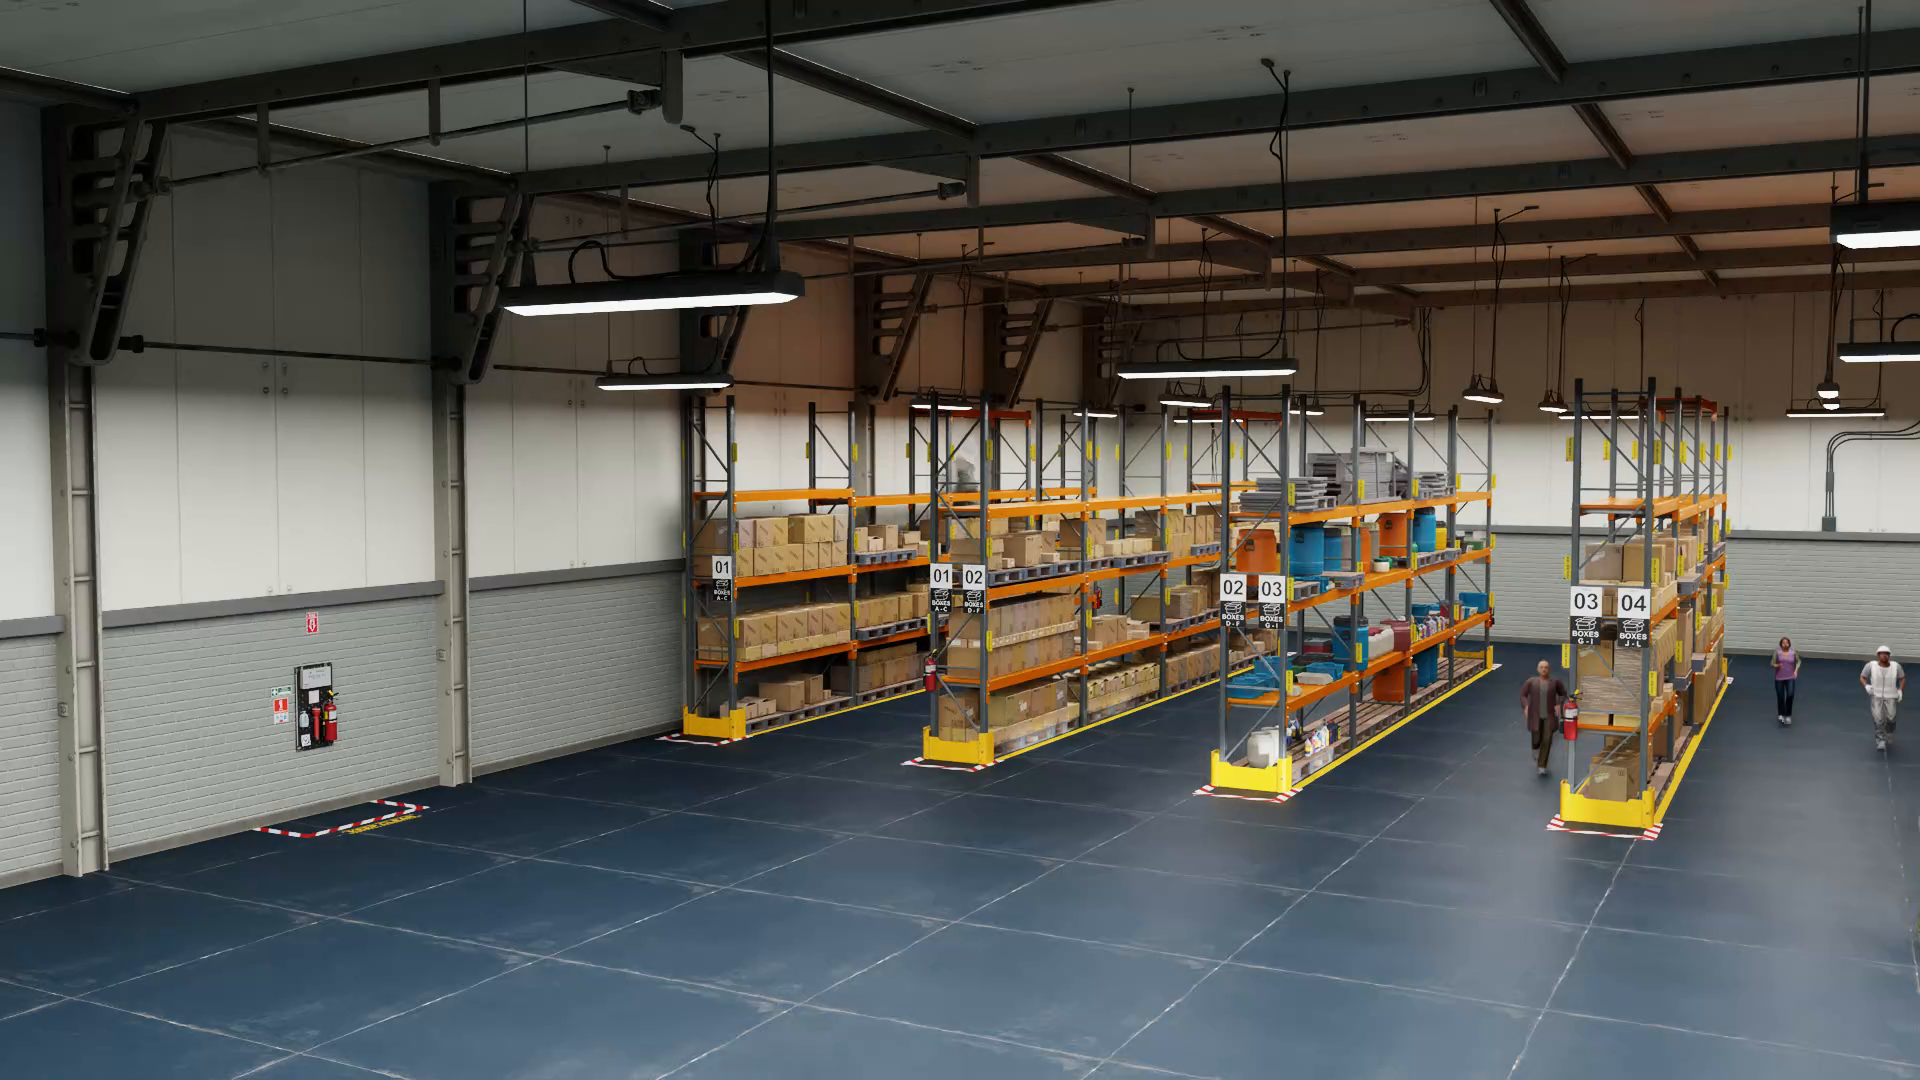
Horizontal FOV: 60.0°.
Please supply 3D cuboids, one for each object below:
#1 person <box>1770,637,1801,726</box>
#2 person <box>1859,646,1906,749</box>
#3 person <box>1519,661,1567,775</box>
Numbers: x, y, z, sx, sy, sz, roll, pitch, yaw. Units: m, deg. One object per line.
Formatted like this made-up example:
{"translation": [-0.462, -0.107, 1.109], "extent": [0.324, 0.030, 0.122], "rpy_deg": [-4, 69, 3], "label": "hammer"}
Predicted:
{"translation": [15.169, 2.596, 30.566], "extent": [0.513, 1.625, 0.650], "rpy_deg": [1, 3, 25], "label": "person"}
{"translation": [15.545, 2.650, 28.032], "extent": [0.683, 1.741, 0.585], "rpy_deg": [2, 3, 28], "label": "person"}
{"translation": [9.156, 2.765, 26.112], "extent": [0.711, 1.743, 0.756], "rpy_deg": [1, 3, 17], "label": "person"}
